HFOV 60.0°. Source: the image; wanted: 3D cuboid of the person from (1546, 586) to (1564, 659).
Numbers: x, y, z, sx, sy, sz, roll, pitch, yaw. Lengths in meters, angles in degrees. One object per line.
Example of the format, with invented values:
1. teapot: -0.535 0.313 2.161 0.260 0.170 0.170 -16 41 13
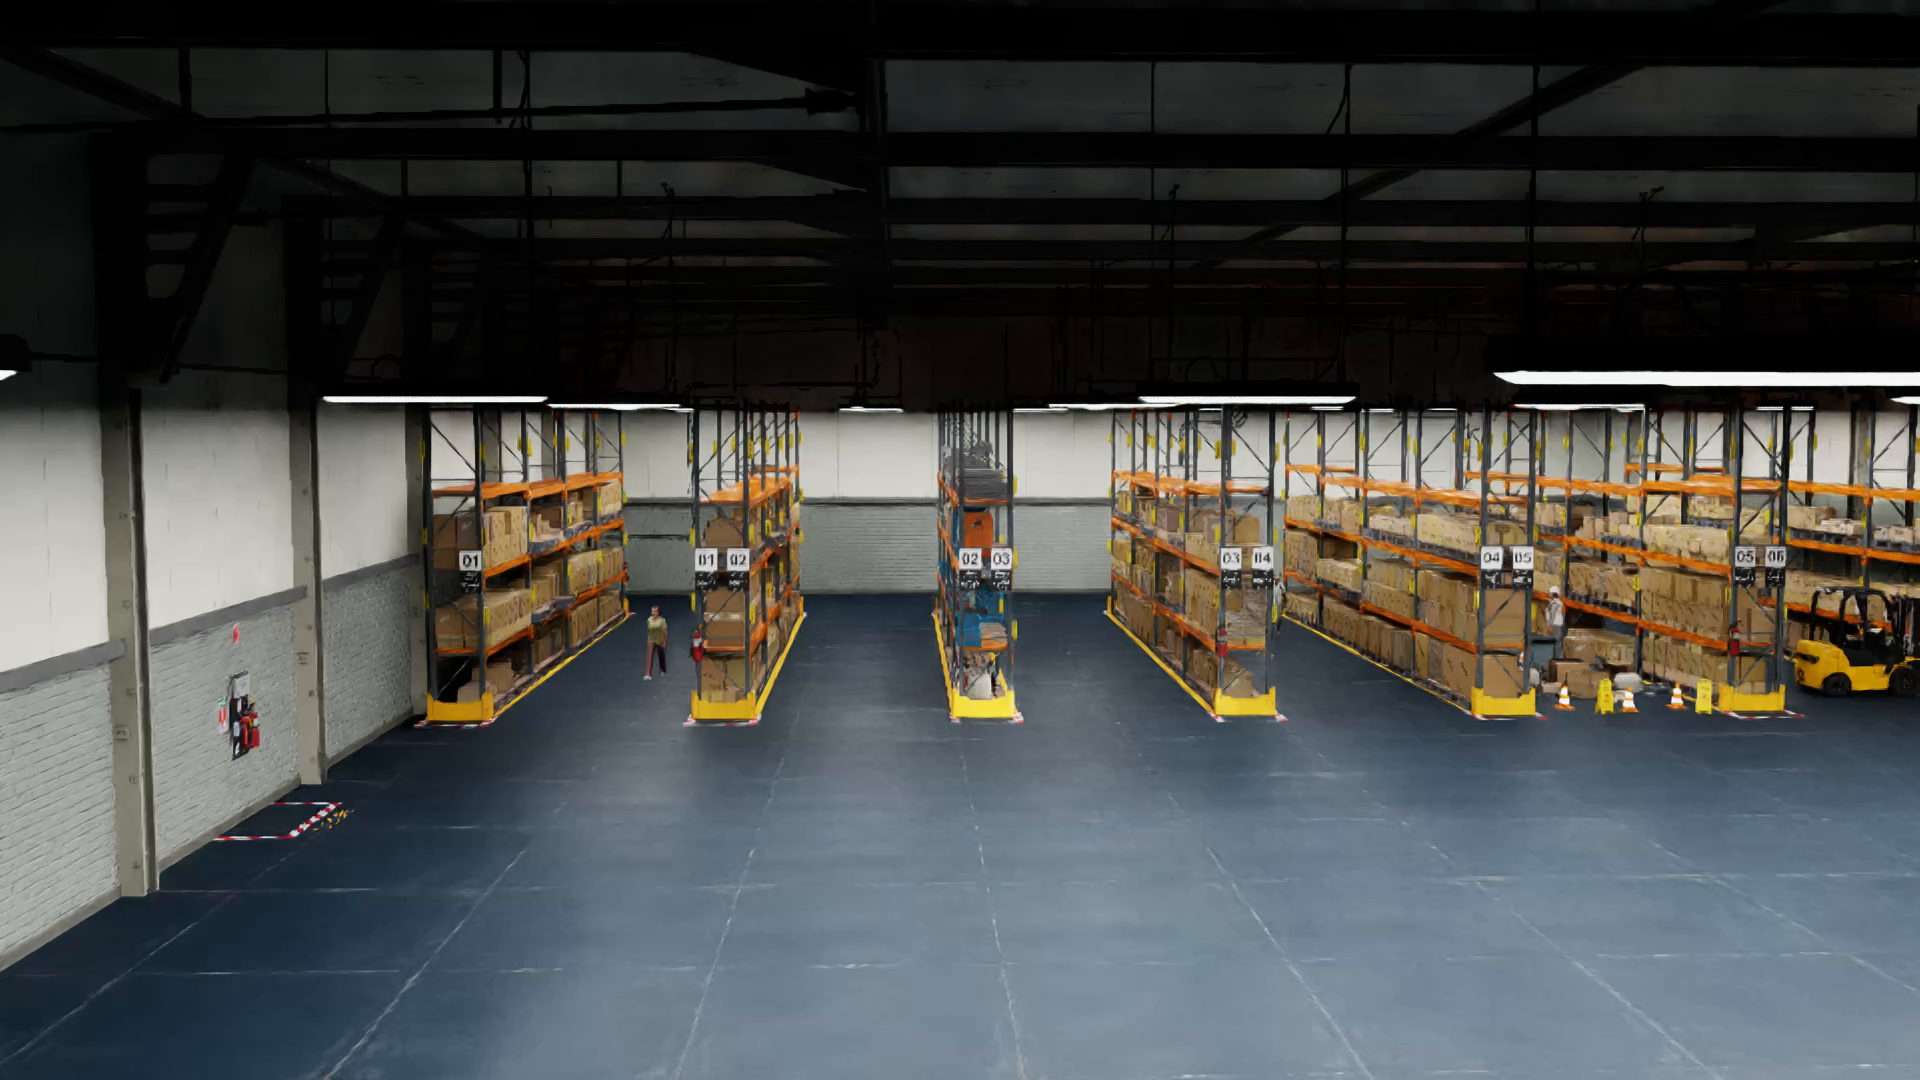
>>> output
1. person: 13.554 1.936 38.024 0.560 1.770 0.627 2 5 28

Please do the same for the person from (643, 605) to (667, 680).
1. person: -6.538 2.186 35.827 0.451 1.586 1.098 0 4 0

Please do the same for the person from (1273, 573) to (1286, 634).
1. person: 8.181 1.638 43.206 0.592 1.629 0.532 0 4 -4

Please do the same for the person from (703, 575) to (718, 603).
1. person: -6.588 1.482 44.426 0.553 1.709 1.123 0 4 0
